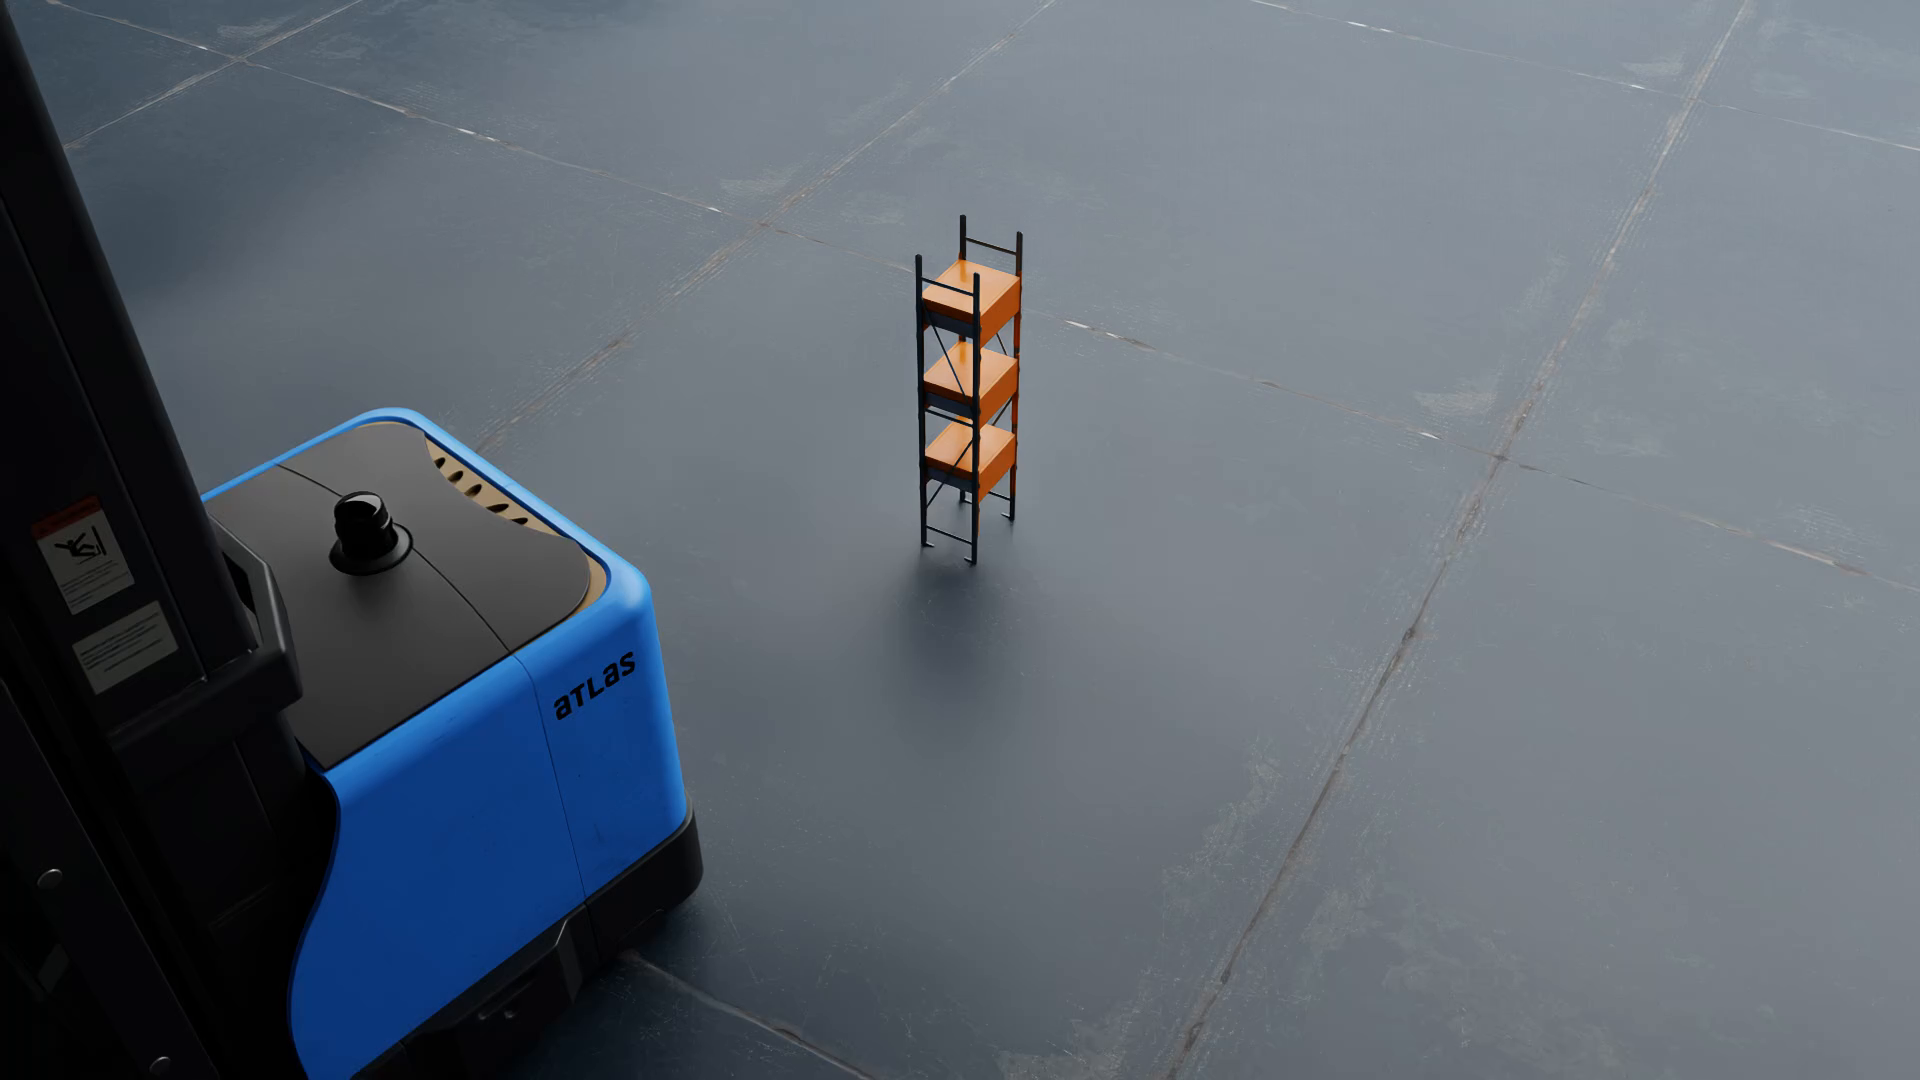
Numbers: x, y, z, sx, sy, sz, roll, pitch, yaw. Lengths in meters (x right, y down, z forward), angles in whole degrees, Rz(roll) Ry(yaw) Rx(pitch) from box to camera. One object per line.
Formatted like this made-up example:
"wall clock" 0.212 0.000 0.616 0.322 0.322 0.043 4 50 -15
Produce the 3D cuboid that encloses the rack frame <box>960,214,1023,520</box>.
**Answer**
"rack frame" 0.088 -0.494 5.017 0.200 1.050 0.008 21 45 22

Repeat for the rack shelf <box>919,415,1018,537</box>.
"rack shelf" 0.027 -0.208 5.128 0.215 0.259 0.240 21 45 22

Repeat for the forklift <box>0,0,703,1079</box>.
"forklift" -2.014 0.292 2.701 1.130 2.935 3.031 31 50 31

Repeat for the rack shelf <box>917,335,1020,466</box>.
"rack shelf" 0.027 -0.417 4.945 0.215 0.259 0.240 21 45 22

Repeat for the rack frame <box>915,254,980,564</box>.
"rack frame" -0.034 -0.355 4.859 0.200 1.050 0.008 21 45 22

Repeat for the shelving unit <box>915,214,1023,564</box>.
"shelving unit" 0.027 -0.425 4.938 0.215 1.050 0.252 21 45 22

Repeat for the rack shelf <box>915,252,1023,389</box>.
"rack shelf" 0.027 -0.630 4.757 0.215 0.259 0.240 21 45 22
